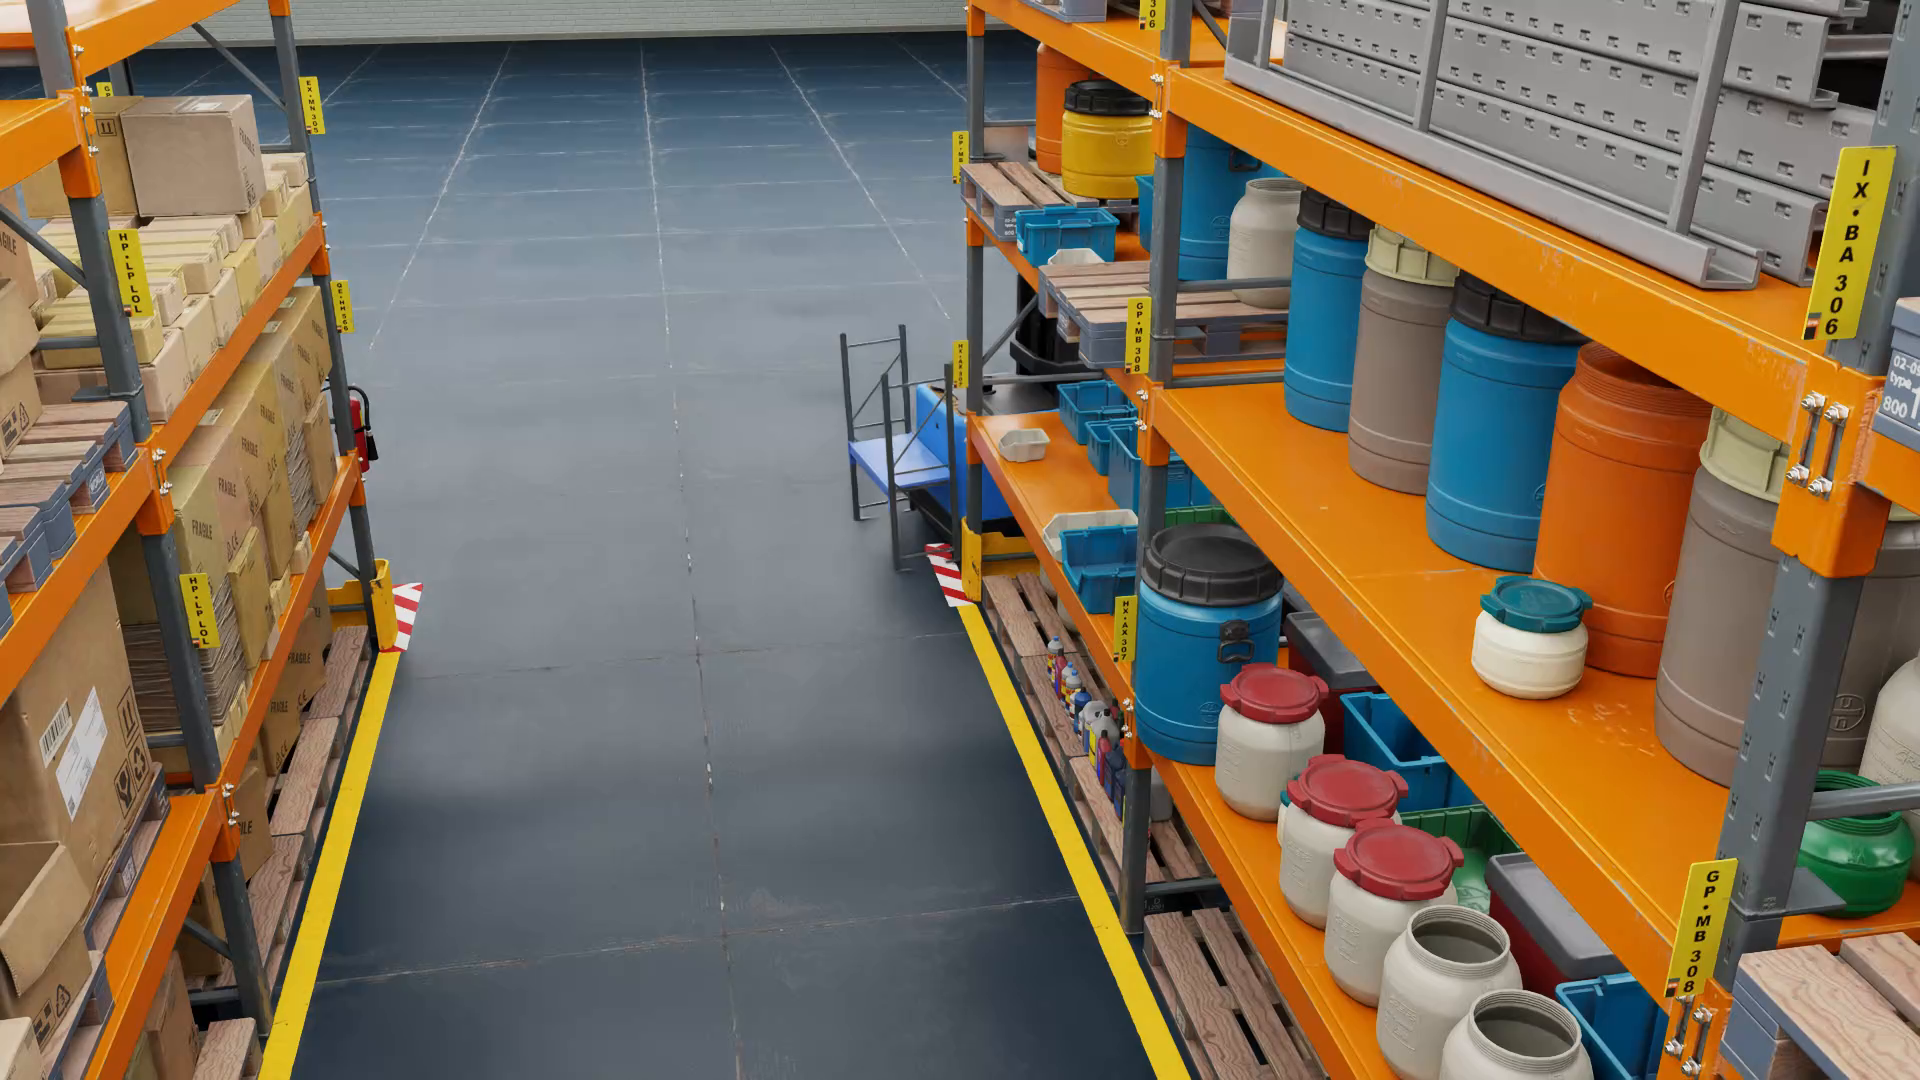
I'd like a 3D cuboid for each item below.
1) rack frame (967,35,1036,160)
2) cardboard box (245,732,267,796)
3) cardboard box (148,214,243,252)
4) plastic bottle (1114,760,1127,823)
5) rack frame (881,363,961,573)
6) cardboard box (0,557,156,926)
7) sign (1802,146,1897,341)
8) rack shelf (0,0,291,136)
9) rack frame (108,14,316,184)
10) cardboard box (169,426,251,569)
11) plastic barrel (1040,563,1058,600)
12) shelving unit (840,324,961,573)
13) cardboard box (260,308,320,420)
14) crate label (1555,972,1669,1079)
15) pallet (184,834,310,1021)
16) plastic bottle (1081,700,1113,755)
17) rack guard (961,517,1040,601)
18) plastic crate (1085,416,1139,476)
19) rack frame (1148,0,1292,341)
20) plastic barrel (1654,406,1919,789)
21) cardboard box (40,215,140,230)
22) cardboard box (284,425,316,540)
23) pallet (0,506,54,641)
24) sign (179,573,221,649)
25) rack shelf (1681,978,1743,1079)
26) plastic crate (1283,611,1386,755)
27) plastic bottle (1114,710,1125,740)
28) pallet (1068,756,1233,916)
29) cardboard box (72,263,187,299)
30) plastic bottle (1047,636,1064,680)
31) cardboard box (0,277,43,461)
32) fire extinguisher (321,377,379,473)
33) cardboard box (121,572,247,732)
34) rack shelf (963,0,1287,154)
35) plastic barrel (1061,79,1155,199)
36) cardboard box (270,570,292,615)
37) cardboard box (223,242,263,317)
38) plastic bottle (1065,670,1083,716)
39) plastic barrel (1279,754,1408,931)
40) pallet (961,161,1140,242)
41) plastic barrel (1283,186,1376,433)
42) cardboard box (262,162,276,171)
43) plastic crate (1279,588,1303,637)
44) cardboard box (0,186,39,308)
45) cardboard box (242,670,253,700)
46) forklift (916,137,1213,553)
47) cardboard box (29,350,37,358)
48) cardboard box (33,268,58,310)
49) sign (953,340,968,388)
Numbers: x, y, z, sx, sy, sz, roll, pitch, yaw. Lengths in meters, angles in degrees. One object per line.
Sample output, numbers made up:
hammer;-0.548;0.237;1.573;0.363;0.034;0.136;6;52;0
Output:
rack frame;0.546;-3.831;10.021;1.000;3.000;0.127;-4;24;-10
cardboard box;-3.922;1.188;8.624;0.500;0.500;0.500;-6;24;-14
cardboard box;-3.725;-1.494;8.107;0.380;0.149;0.250;-6;24;-12
plastic bottle;0.883;1.272;8.593;0.144;0.351;0.185;-5;24;-11
rack frame;-0.268;-0.492;11.714;0.500;1.500;0.032;-11;26;-17
cardboard box;-3.573;0.714;5.837;1.000;1.000;1.000;-4;24;-9
sign;1.486;-0.493;2.781;0.100;0.325;0.005;-4;24;-10
rack shelf;-3.952;-2.347;7.525;1.077;0.370;4.000;-4;24;-10
rack frame;-4.322;-3.464;9.182;1.000;3.000;0.127;-4;24;-10
cardboard box;-3.509;-0.175;7.399;0.500;0.500;0.500;-4;24;-10
plastic barrel;0.743;0.119;11.056;0.421;0.512;0.421;0;24;0
shelving unit;-0.441;-0.683;12.153;0.538;1.500;1.048;-11;26;-17
cardboard box;-3.879;-0.961;9.200;0.500;0.500;0.500;-4;24;-10
crate label;2.107;1.638;4.950;0.502;0.435;0.616;-4;24;-10
pallet;-3.741;1.874;7.937;1.003;0.211;1.213;-4;24;-10
plastic bottle;0.762;1.039;9.218;0.152;0.276;0.135;-4;24;-9
rack guard;0.606;0.090;11.662;1.175;0.500;0.348;-4;24;-10
plastic crate;1.047;-0.583;10.266;0.499;0.251;0.408;-4;24;-10
rack frame;1.286;-2.258;6.419;1.000;3.000;0.127;-4;24;-10
plastic barrel;2.087;0.121;4.093;0.600;0.901;0.600;0;24;0
cardboard box;-4.199;-1.470;8.051;0.380;0.149;0.250;-5;24;-10
cardboard box;-3.986;-0.291;8.915;0.875;0.500;0.500;-4;24;-10
pallet;-3.378;0.228;4.710;1.213;0.211;1.003;-4;24;-10
sign;-3.037;0.285;6.645;0.100;0.325;0.005;-4;24;-10
rack shelf;2.395;1.807;1.759;1.077;0.370;4.000;-4;24;-10
plastic crate;1.676;0.630;7.222;0.402;0.464;0.583;-4;24;-10
plastic bottle;0.884;1.083;9.110;0.061;0.283;0.133;-4;24;-10
pallet;1.202;1.502;8.789;1.003;0.211;1.213;-4;24;-10
cardboard box;-3.572;-1.083;7.165;0.380;0.149;0.250;-4;24;-8
plastic bottle;0.575;0.703;9.994;0.097;0.271;0.097;0;24;0
cardboard box;-3.592;-0.564;5.635;0.797;0.503;0.637;-6;24;-12
fire extinguisher;-3.890;-0.759;10.579;0.296;0.674;0.183;-4;24;-10
cardboard box;-3.604;0.494;7.116;0.875;0.500;0.500;-4;24;-10
rack shelf;0.916;-2.531;8.444;1.077;0.370;4.000;-4;24;-10
plastic barrel;0.882;-2.296;9.494;0.600;0.588;0.600;0;24;0
cardboard box;-3.617;0.277;8.423;0.380;0.149;0.250;-4;24;-10
cardboard box;-3.703;-1.254;8.057;0.500;0.250;0.500;-5;24;-11
plastic bottle;0.657;0.877;9.595;0.097;0.271;0.097;0;24;0
plastic barrel;1.383;1.110;6.033;0.433;0.535;0.433;0;24;0
pallet;0.603;-2.037;9.897;1.003;0.211;1.213;-4;24;-10
plastic barrel;1.593;-0.929;6.497;0.600;0.901;0.708;-4;24;-10
cardboard box;-4.031;-2.007;9.281;0.380;0.149;0.250;-5;24;-11
plastic crate;1.314;0.305;8.125;0.767;0.338;0.504;-4;24;-10
cardboard box;-3.916;-1.086;6.362;0.500;0.500;0.500;-5;24;-11
cardboard box;-3.433;0.671;7.523;0.380;0.149;0.250;-4;24;-10
forklift;1.230;-1.574;12.434;3.031;2.935;1.130;-8;25;-18
cardboard box;-3.923;-0.608;6.576;0.500;0.250;0.500;-3;24;-8
cardboard box;-4.093;-1.048;7.085;0.380;0.149;0.250;-5;24;-11
sign;0.005;-1.170;11.077;0.100;0.325;0.005;-4;24;-10
